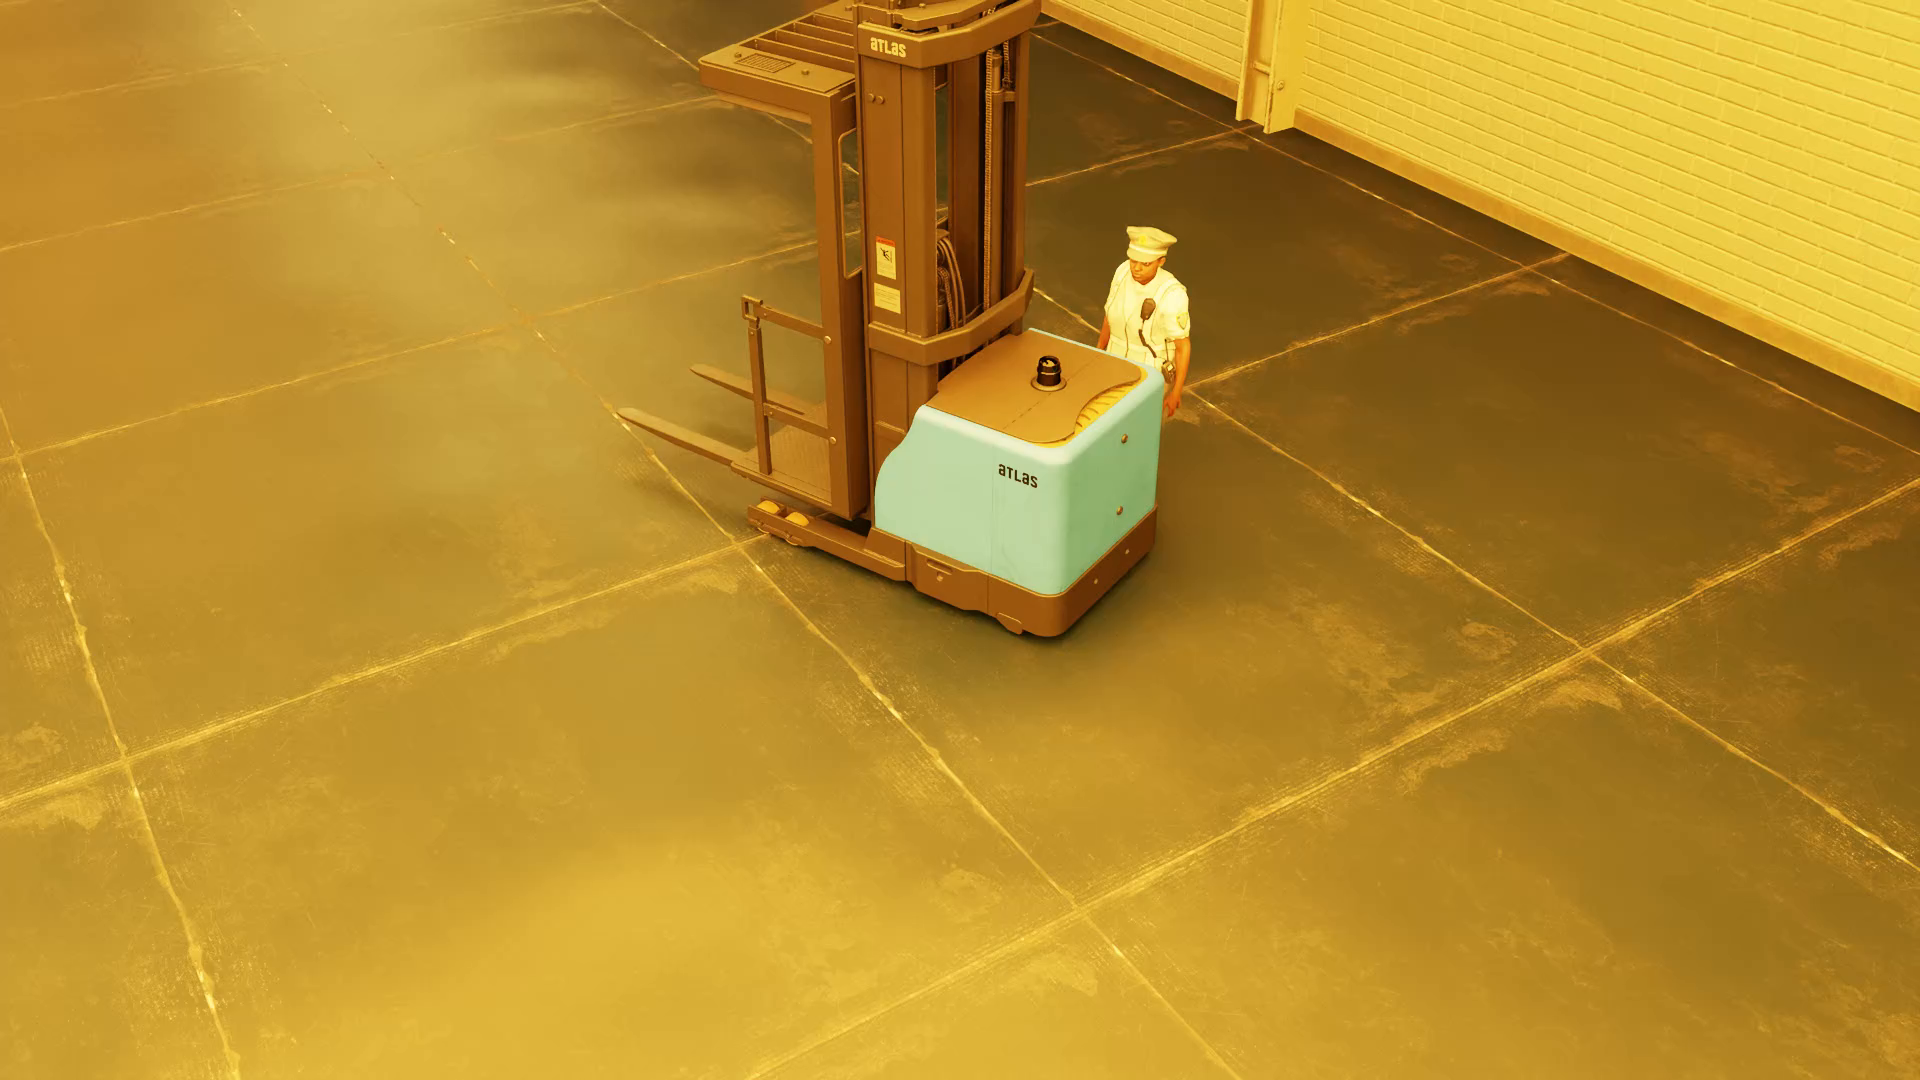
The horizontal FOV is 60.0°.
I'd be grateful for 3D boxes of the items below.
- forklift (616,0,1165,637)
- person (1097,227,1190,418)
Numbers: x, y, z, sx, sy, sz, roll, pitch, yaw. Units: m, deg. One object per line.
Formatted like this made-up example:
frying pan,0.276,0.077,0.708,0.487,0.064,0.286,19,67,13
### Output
forklift,-0.500,-1.399,8.138,3.031,2.935,1.130,22,41,28
person,0.810,-0.795,8.353,0.572,1.680,0.567,28,44,34
